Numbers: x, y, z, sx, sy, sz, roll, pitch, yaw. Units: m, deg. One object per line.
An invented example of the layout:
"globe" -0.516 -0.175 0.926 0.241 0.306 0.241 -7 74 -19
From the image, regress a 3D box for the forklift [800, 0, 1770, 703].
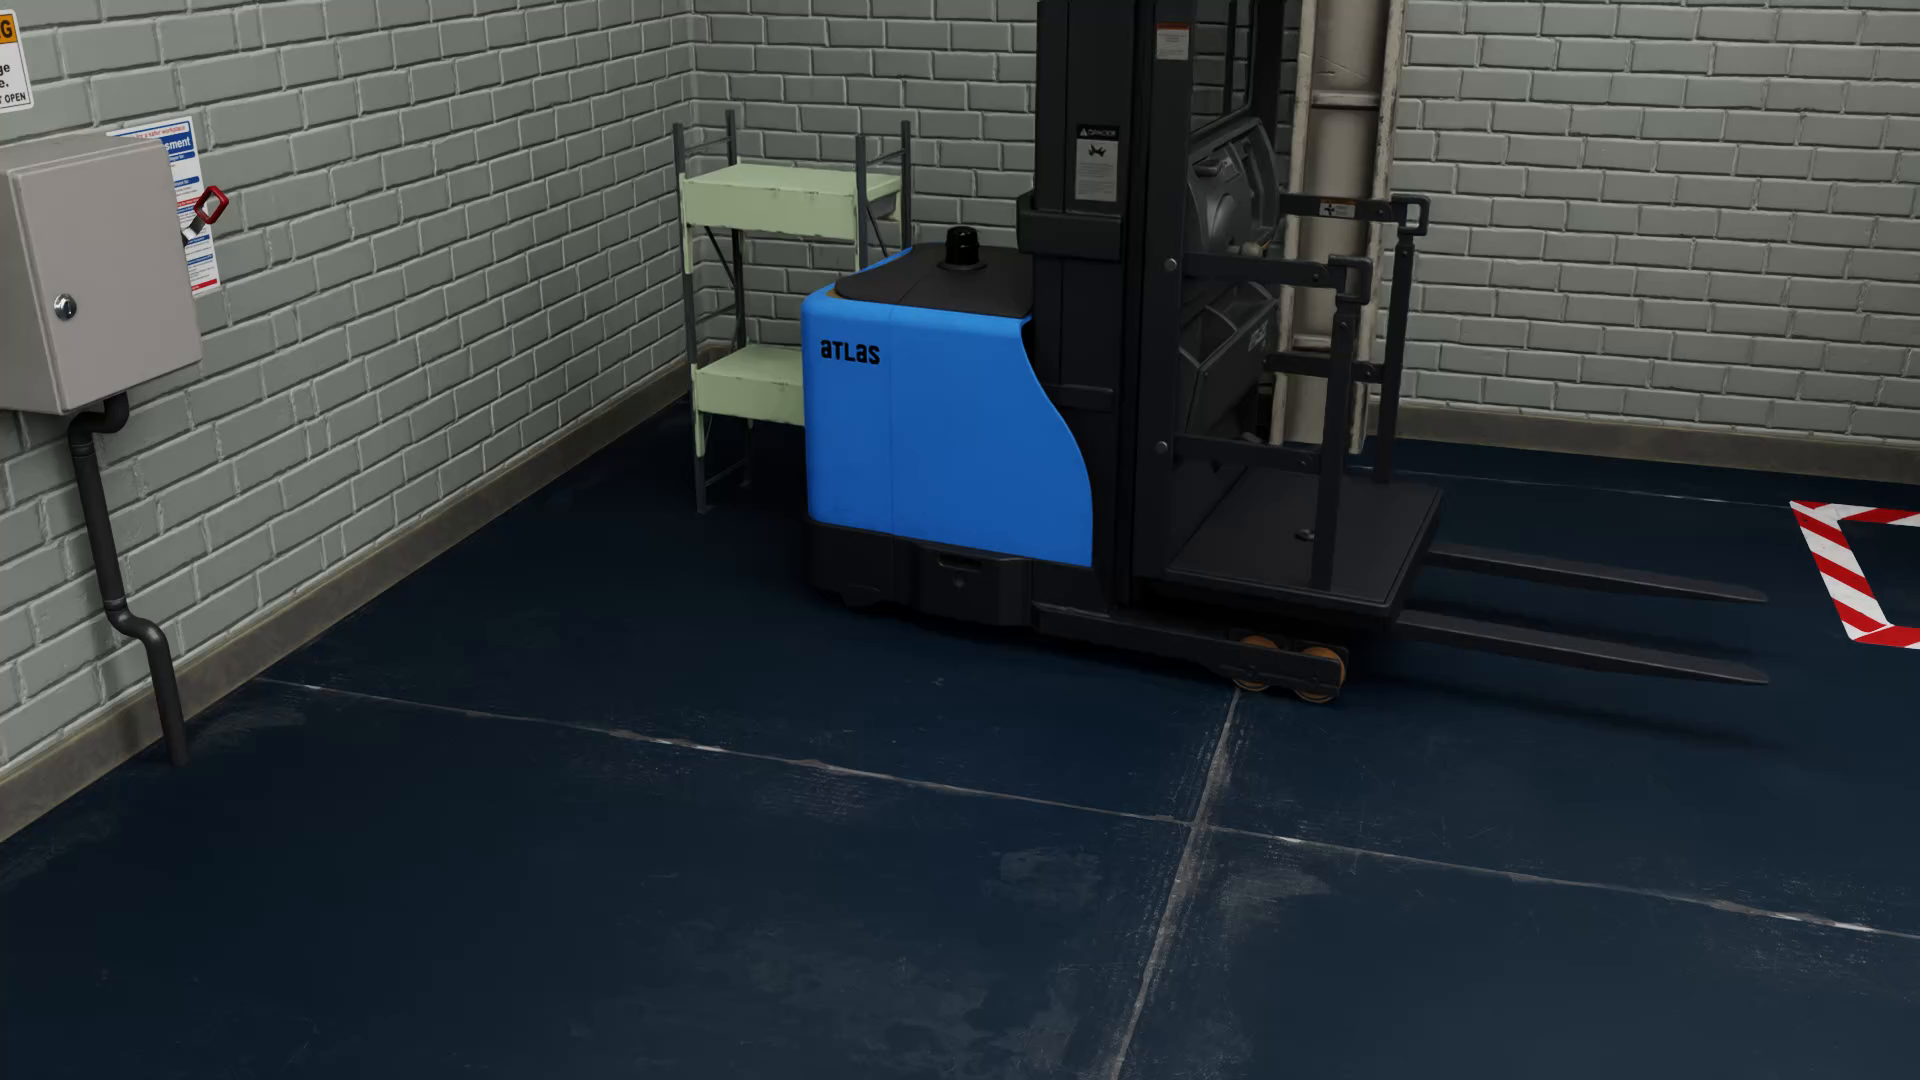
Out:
"forklift" 1.031 -1.090 5.065 3.031 2.935 1.130 9 24 22

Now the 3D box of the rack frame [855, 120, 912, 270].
"rack frame" -0.269 -0.756 6.137 0.023 1.500 0.400 9 24 22

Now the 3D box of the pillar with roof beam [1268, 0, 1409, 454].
"pillar with roof beam" 0.340 -3.046 1.838 0.400 9.000 9.100 7 23 16

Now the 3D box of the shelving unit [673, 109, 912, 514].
"shelving unit" -0.605 -0.811 6.272 0.755 1.500 0.431 9 24 22

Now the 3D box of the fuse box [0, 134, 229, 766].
"fuse box" -2.185 -0.168 4.425 0.414 1.711 0.539 7 23 16

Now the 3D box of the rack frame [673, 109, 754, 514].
"rack frame" -0.941 -0.867 6.407 0.023 1.500 0.400 9 24 22

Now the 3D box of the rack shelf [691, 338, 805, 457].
"rack shelf" -0.605 -0.510 6.395 0.720 0.370 0.431 9 24 22

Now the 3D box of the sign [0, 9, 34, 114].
"sign" -2.399 -1.149 4.030 0.001 0.242 0.339 7 23 16

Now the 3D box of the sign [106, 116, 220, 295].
"sign" -2.240 -0.923 4.692 0.001 0.494 0.329 7 23 16

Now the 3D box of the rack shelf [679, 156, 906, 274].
"rack shelf" -0.605 -1.172 6.123 0.720 0.370 0.431 9 24 22
